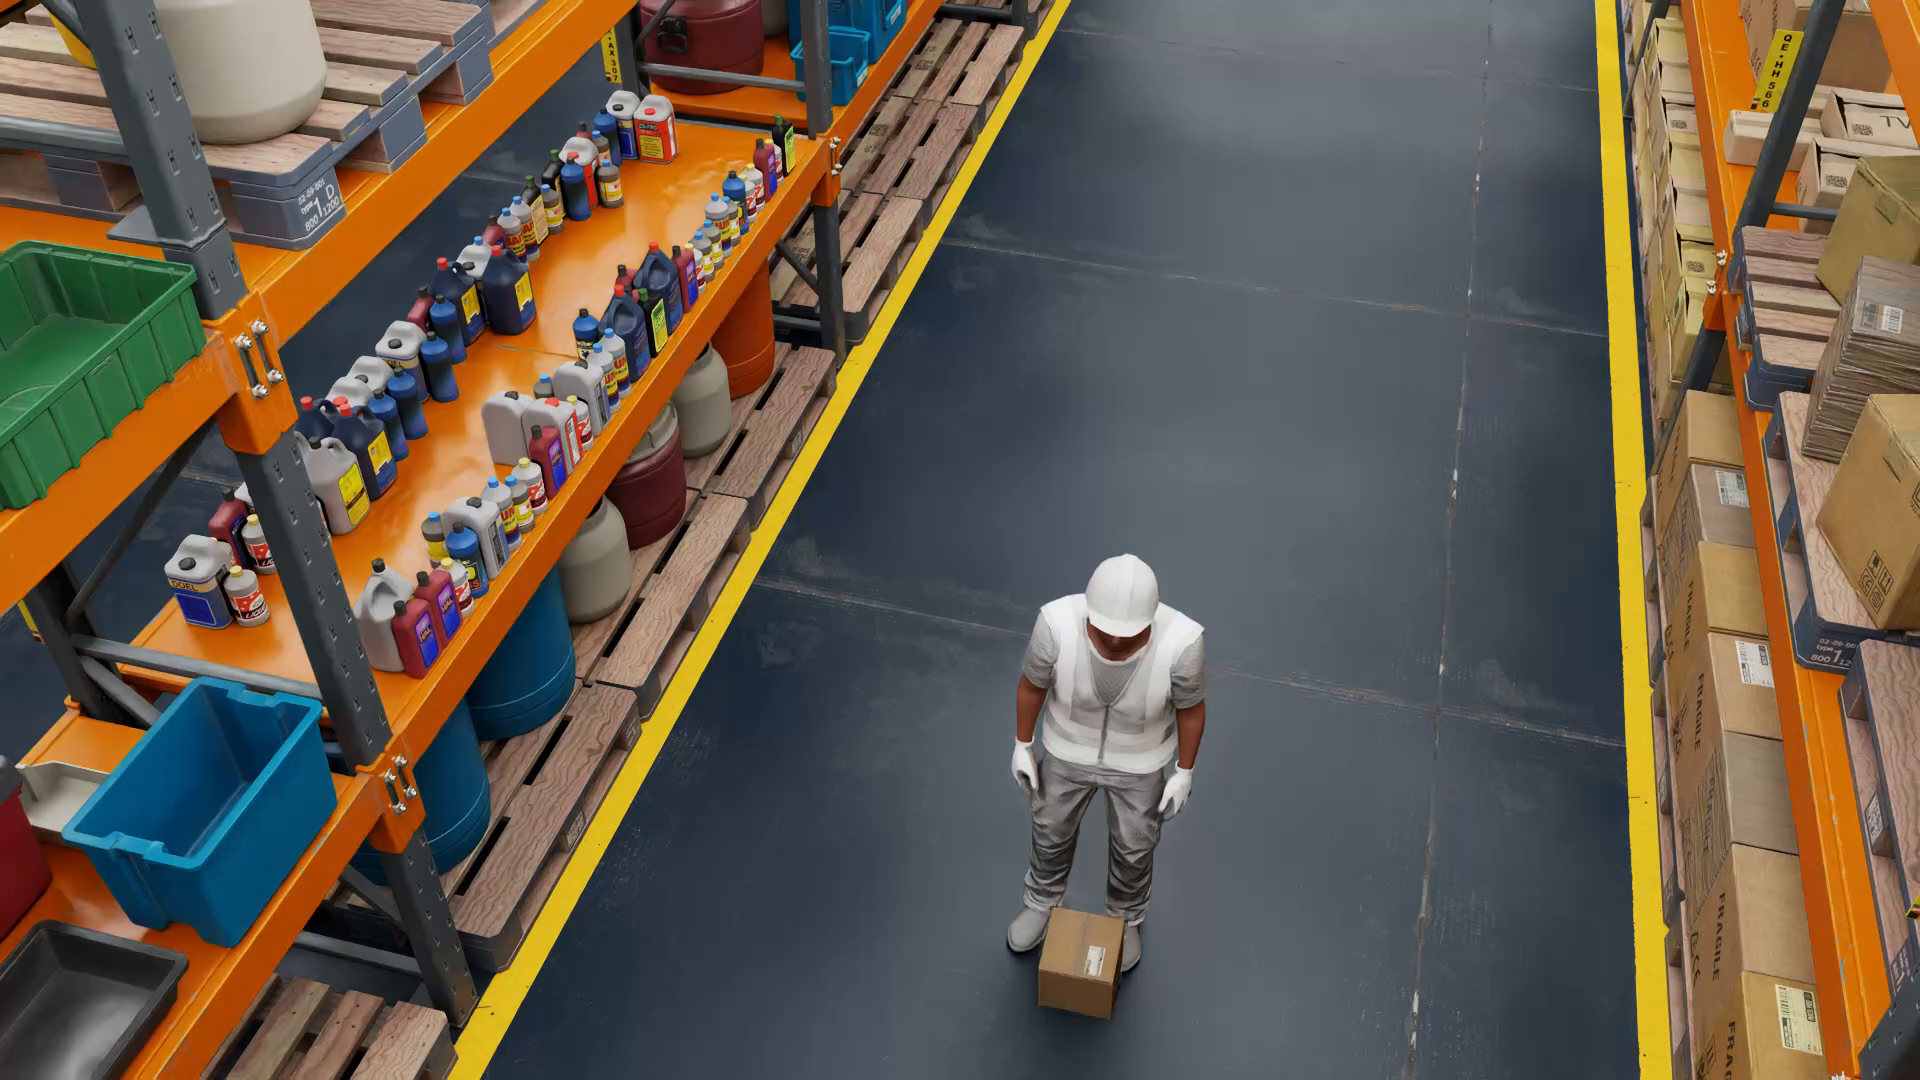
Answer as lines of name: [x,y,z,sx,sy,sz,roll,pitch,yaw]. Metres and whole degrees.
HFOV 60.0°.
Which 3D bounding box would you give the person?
person: [0.465,0.700,5.333,0.595,1.775,0.440,9,41,10]
